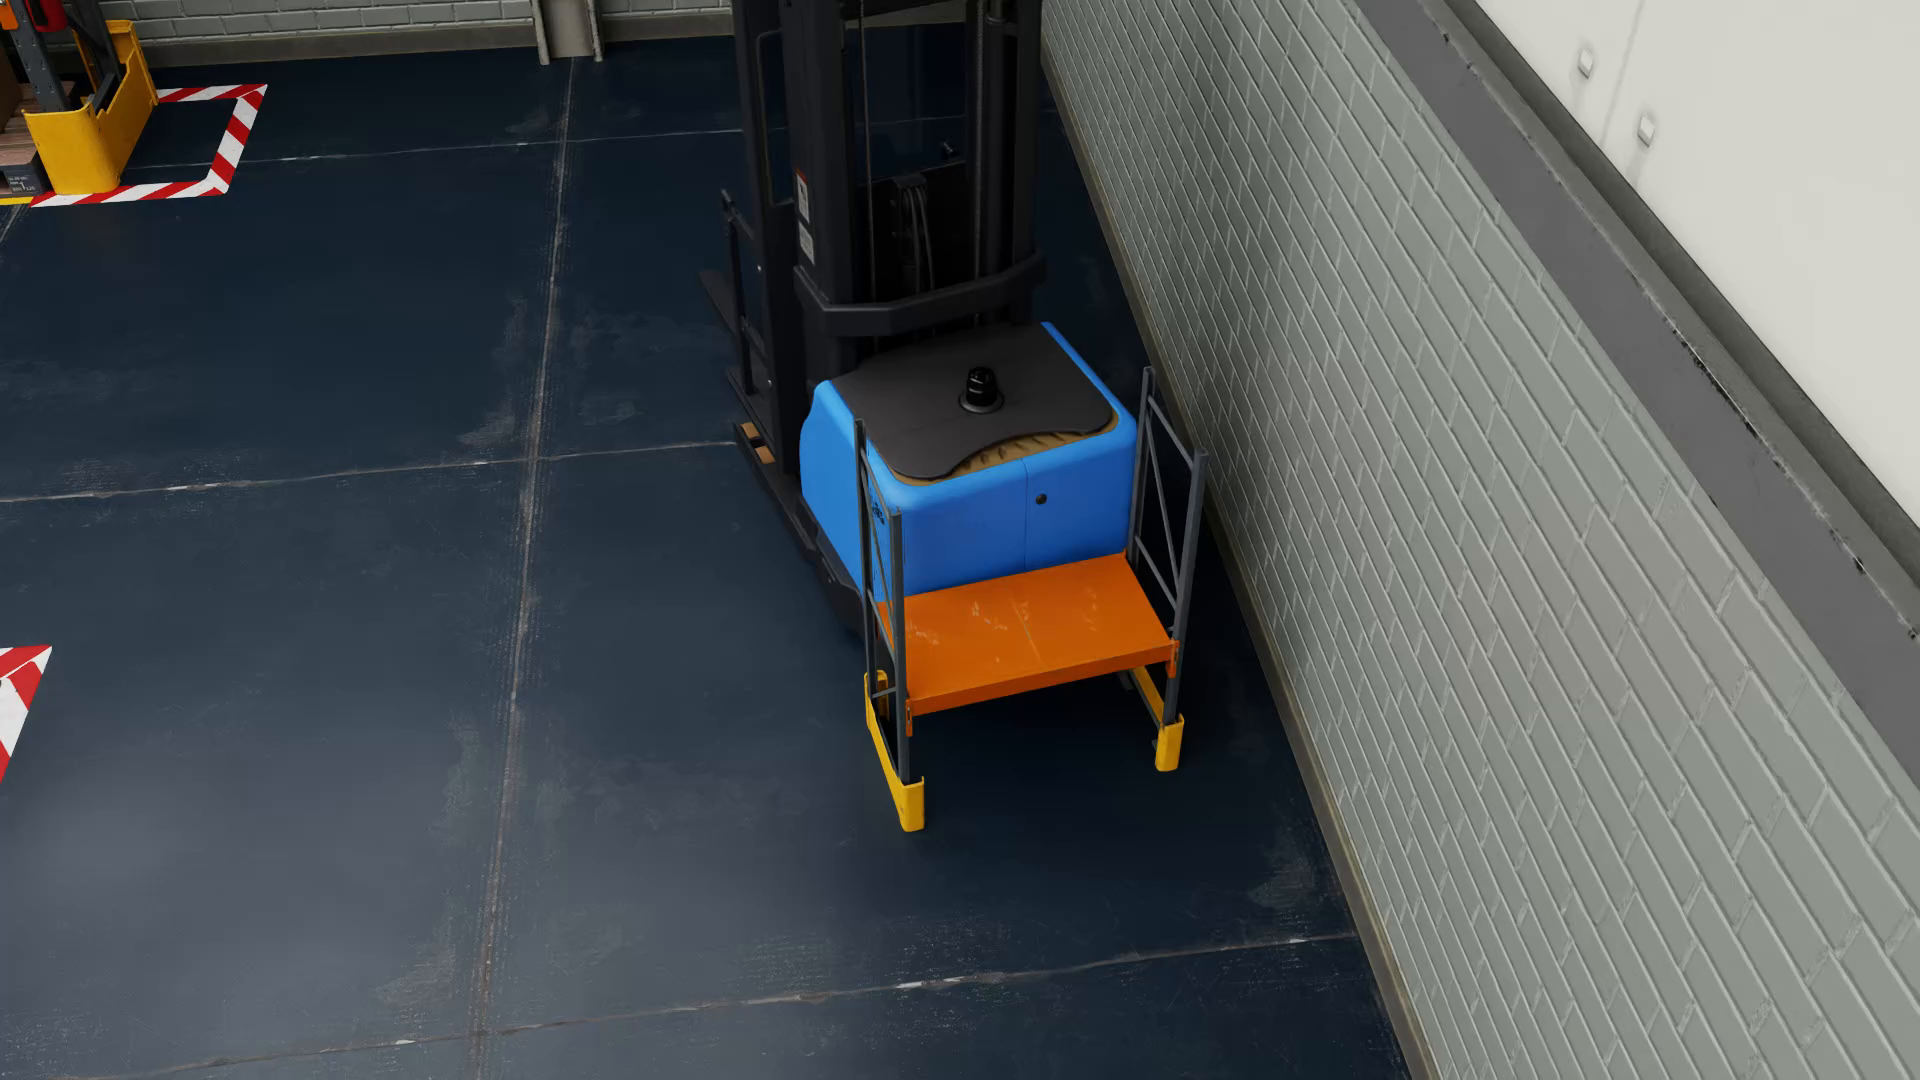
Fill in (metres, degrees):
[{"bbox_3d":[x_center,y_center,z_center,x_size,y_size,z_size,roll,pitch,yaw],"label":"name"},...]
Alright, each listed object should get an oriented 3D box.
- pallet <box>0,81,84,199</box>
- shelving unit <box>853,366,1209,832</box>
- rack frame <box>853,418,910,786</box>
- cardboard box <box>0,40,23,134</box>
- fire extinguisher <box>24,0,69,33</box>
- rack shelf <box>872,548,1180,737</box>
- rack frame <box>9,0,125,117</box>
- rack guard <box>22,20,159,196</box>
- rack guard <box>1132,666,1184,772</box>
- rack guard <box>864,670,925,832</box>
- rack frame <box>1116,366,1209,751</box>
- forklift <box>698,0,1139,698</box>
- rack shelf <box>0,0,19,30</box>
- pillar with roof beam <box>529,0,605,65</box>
[{"bbox_3d":[-5.847,-2.302,9.645,1.213,0.211,1.003,-5,42,-6],"label":"pallet"},{"bbox_3d":[0.232,0.222,5.885,1.083,1.500,0.587,-11,43,-12],"label":"shelving unit"},{"bbox_3d":[-0.264,0.320,5.775,0.032,1.500,0.500,-11,43,-12],"label":"rack frame"},{"bbox_3d":[-5.745,-2.559,9.401,0.500,0.500,0.700,-5,42,-6],"label":"cardboard box"},{"bbox_3d":[-4.855,-2.998,8.671,0.183,0.674,0.296,-5,42,-6],"label":"fire extinguisher"},{"bbox_3d":[0.223,0.357,6.003,1.000,0.185,0.538,-11,43,-12],"label":"rack shelf"},{"bbox_3d":[-5.064,-3.459,8.845,0.127,3.000,1.000,-5,42,-6],"label":"rack frame"},{"bbox_3d":[-5.041,-2.533,9.685,0.348,0.500,1.175,-5,42,-6],"label":"rack guard"},{"bbox_3d":[0.709,0.591,6.408,0.087,0.250,0.587,-11,43,-12],"label":"rack guard"},{"bbox_3d":[-0.245,0.781,6.198,0.087,0.250,0.587,-11,43,-12],"label":"rack guard"},{"bbox_3d":[0.711,0.126,5.990,0.032,1.500,0.500,-11,43,-12],"label":"rack frame"},{"bbox_3d":[-0.388,-1.464,6.685,1.130,2.935,3.031,-17,45,-18],"label":"forklift"},{"bbox_3d":[-7.047,-3.018,8.894,4.000,0.370,1.077,-5,42,-6],"label":"rack shelf"},{"bbox_3d":[-1.941,-3.636,4.563,0.400,9.000,9.100,-5,42,-6],"label":"pillar with roof beam"}]
